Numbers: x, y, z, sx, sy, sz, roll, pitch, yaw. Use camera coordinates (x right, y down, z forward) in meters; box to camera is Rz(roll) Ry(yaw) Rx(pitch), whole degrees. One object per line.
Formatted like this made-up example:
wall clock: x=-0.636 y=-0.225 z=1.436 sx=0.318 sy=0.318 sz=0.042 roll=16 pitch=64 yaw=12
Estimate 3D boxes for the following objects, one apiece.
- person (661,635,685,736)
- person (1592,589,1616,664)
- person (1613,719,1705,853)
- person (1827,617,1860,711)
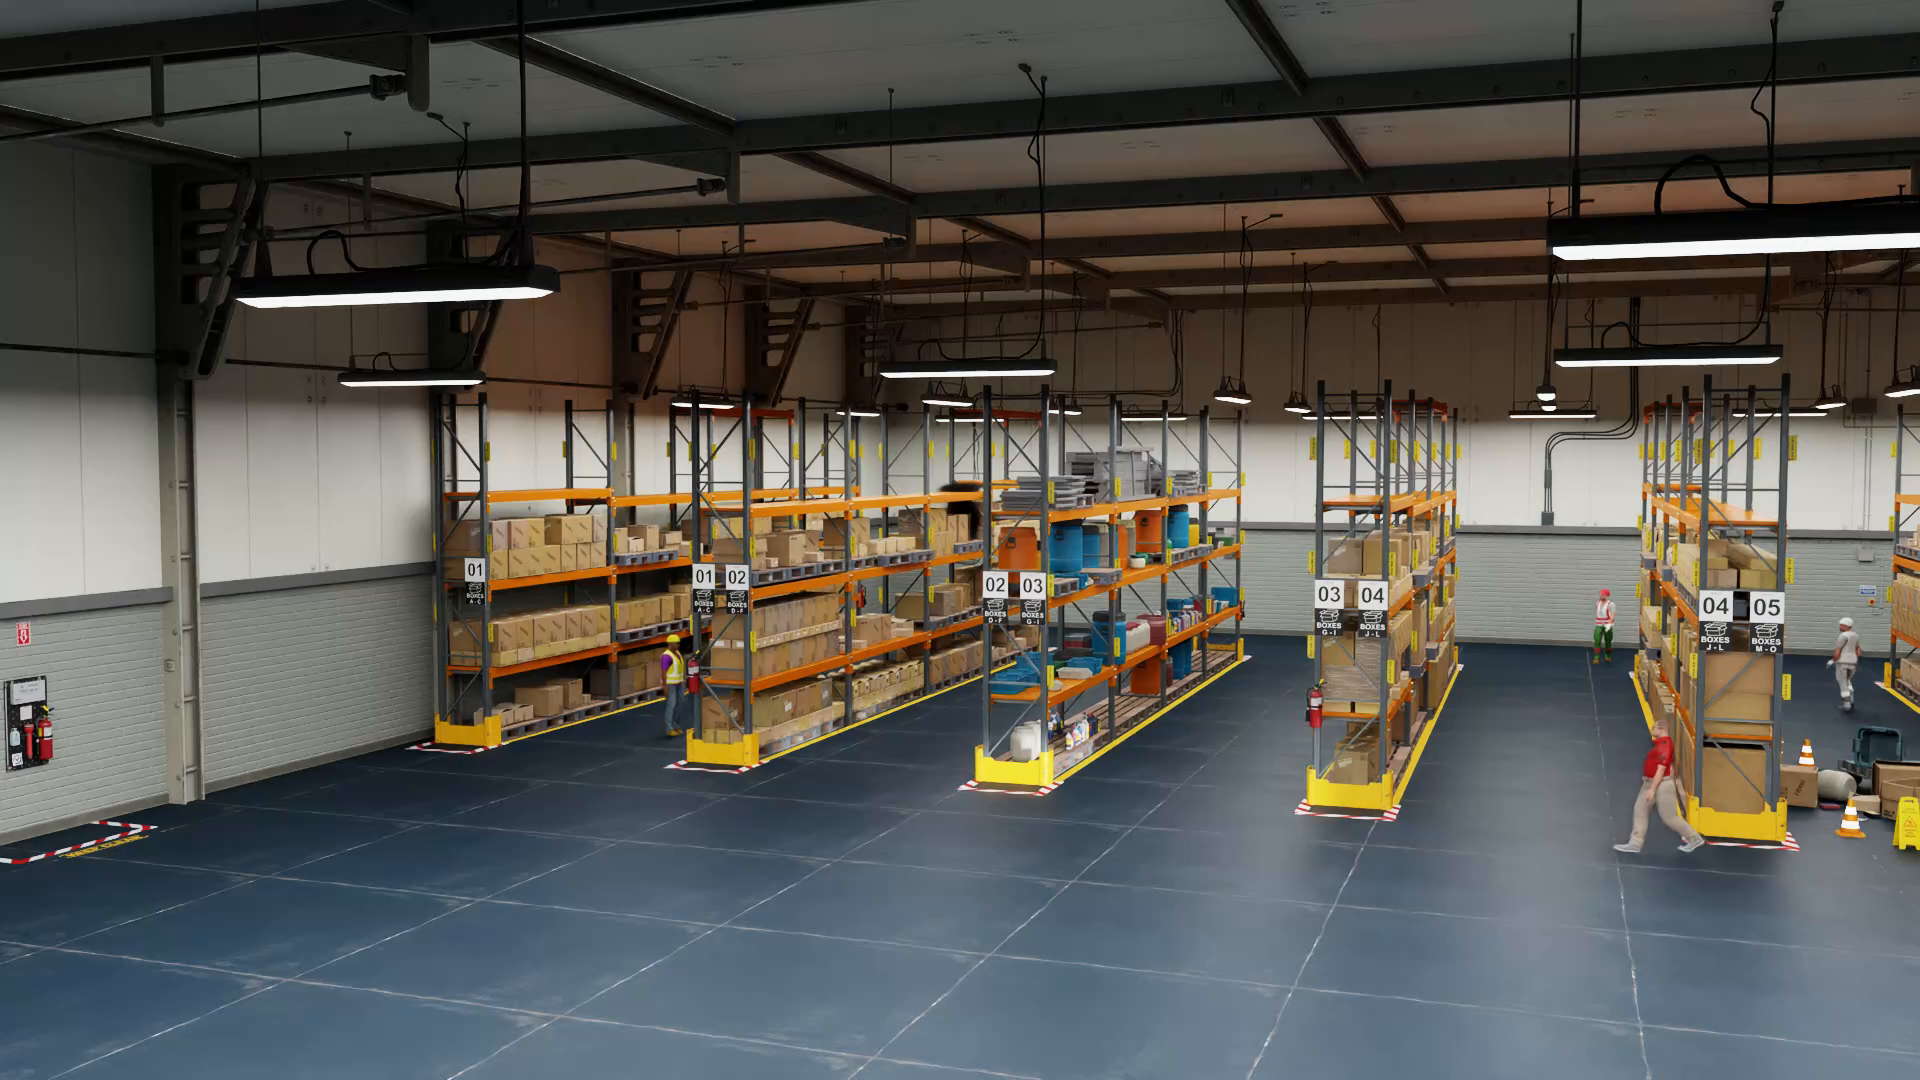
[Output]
person: x=-5.059 y=2.596 z=29.409 sx=0.390 sy=1.848 sz=0.650 roll=1 pitch=3 yaw=20
person: x=15.146 y=2.025 z=39.076 sx=0.490 sy=1.743 sz=0.994 roll=2 pitch=3 yaw=30
person: x=8.647 y=3.058 z=20.559 sx=0.955 sy=1.692 sz=0.510 roll=0 pitch=3 yaw=-4
person: x=17.034 y=2.395 z=32.019 sx=0.609 sy=1.820 sz=0.511 roll=0 pitch=3 yaw=-2
